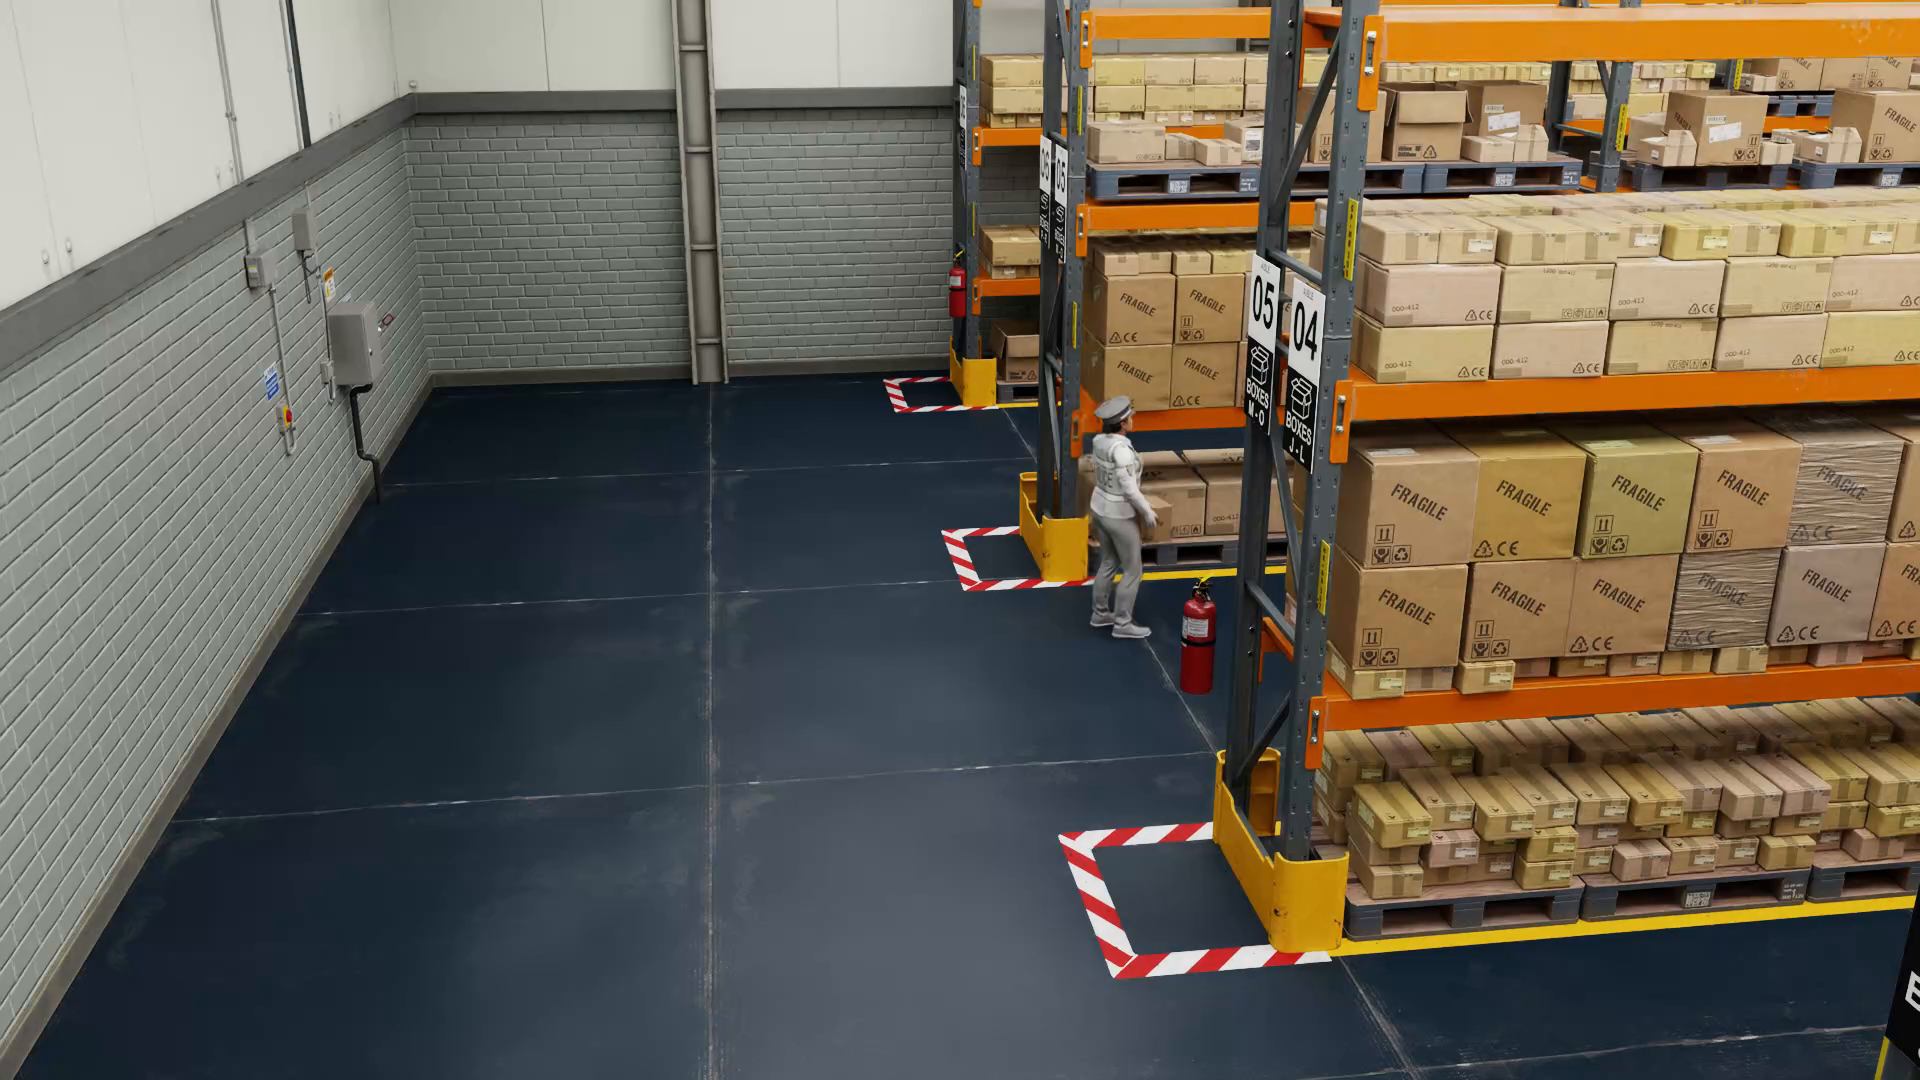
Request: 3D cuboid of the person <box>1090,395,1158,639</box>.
[{"bbox_3d":[1.118,-0.179,11.535,0.404,1.690,0.563,-8,22,-20],"label":"person"}]
